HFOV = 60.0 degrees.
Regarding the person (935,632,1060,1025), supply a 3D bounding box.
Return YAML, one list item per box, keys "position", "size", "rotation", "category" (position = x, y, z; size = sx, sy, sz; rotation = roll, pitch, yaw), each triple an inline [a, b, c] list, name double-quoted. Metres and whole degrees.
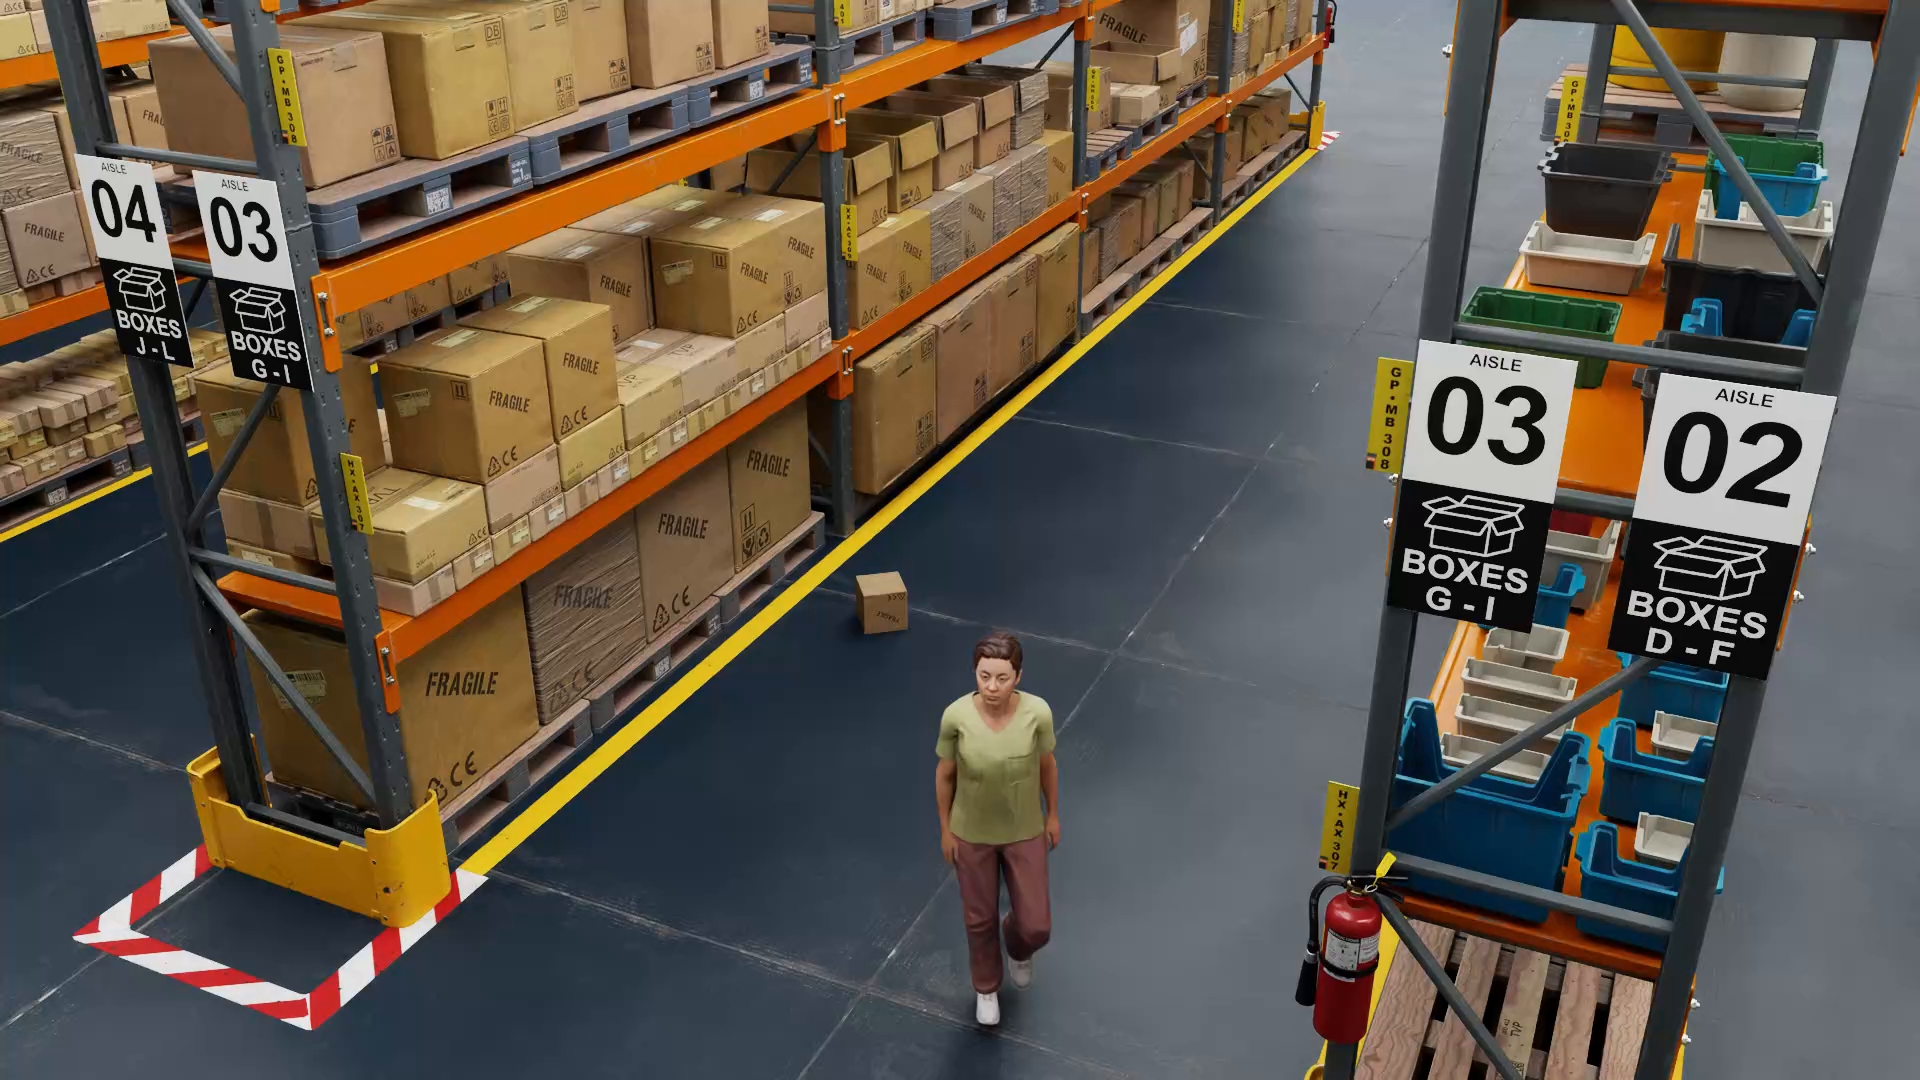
- position: [0.145, 1.105, 6.308]
  size: [0.479, 1.662, 0.476]
  rotation: [0, 26, 1]
  category: "person"
